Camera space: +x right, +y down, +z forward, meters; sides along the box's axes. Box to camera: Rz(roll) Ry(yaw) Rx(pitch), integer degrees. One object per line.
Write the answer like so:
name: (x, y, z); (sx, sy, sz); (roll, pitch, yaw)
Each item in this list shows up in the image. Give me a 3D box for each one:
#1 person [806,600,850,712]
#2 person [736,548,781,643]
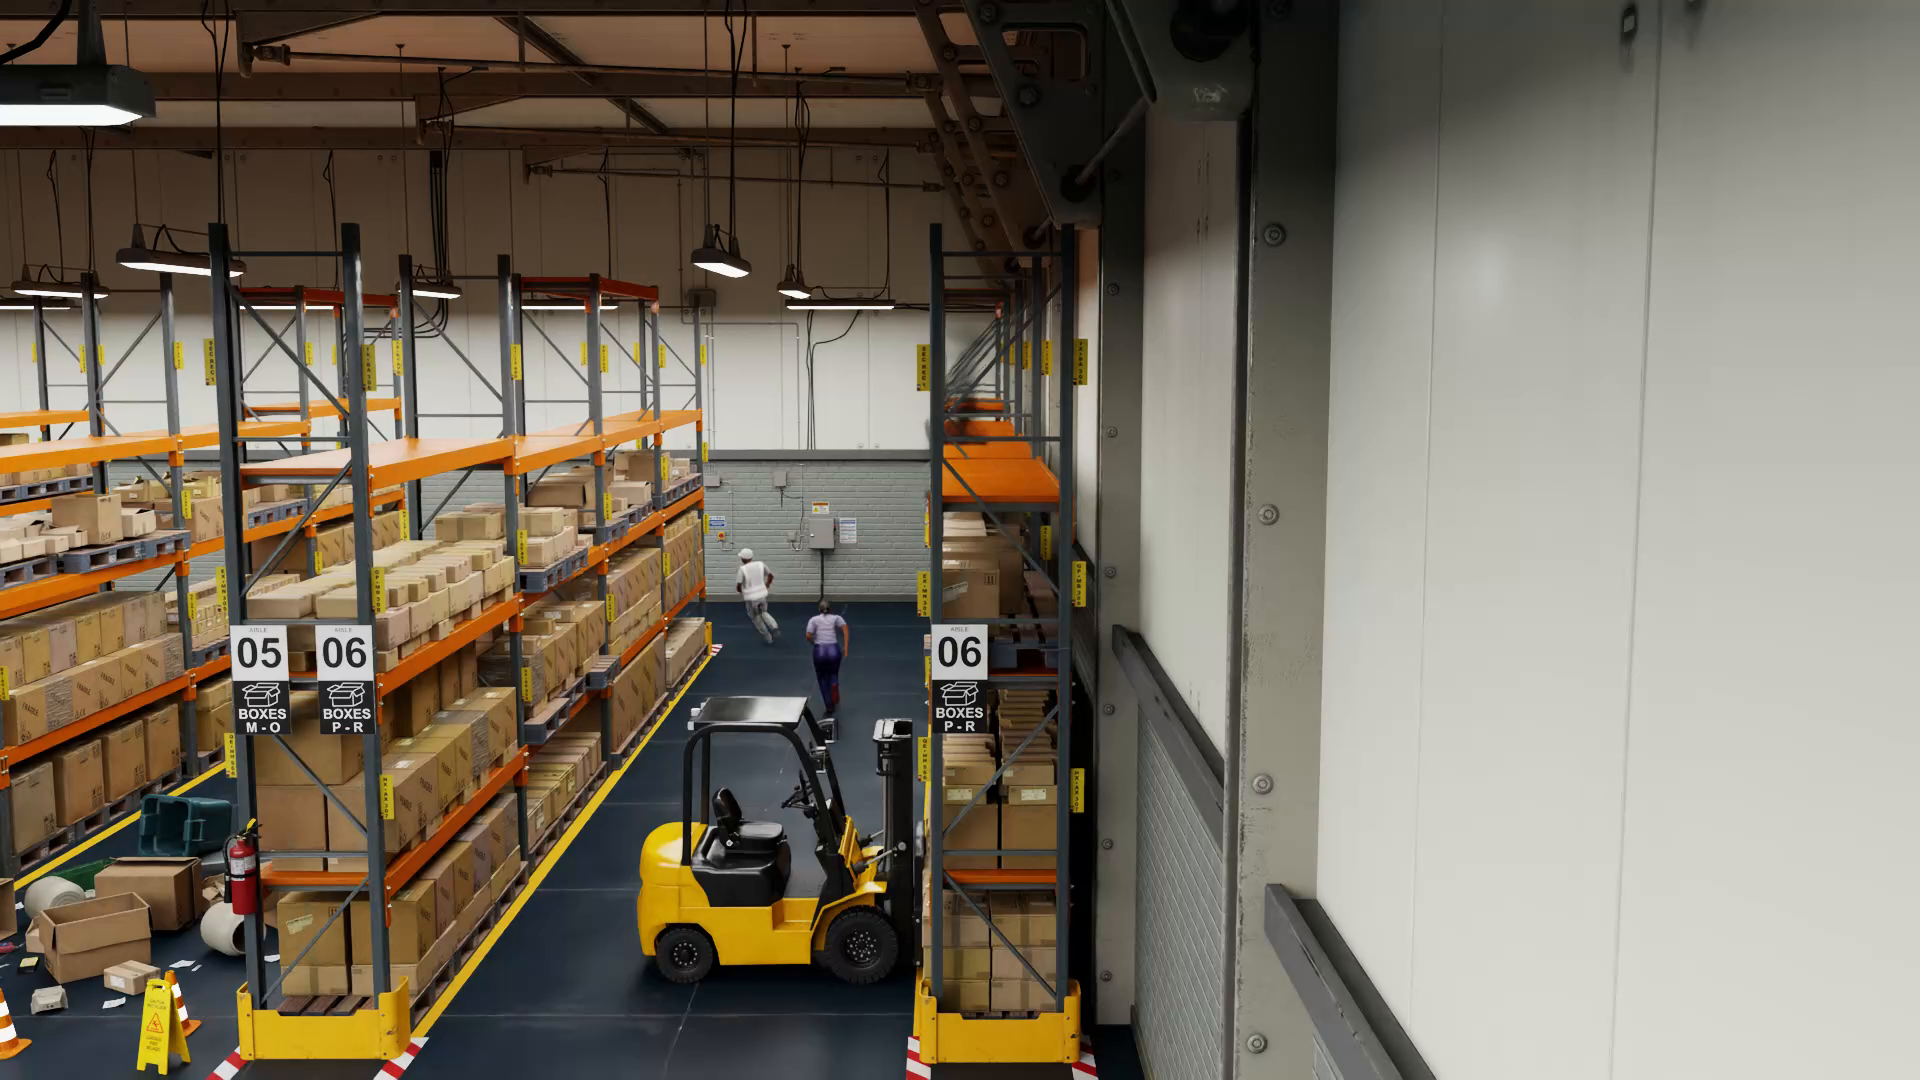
person: (-1.879, 1.659, 23.583); (0.596, 1.582, 0.690); (-2, 7, -14)
person: (-3.549, 0.971, 28.812); (0.754, 1.683, 0.610); (-5, 8, -38)
